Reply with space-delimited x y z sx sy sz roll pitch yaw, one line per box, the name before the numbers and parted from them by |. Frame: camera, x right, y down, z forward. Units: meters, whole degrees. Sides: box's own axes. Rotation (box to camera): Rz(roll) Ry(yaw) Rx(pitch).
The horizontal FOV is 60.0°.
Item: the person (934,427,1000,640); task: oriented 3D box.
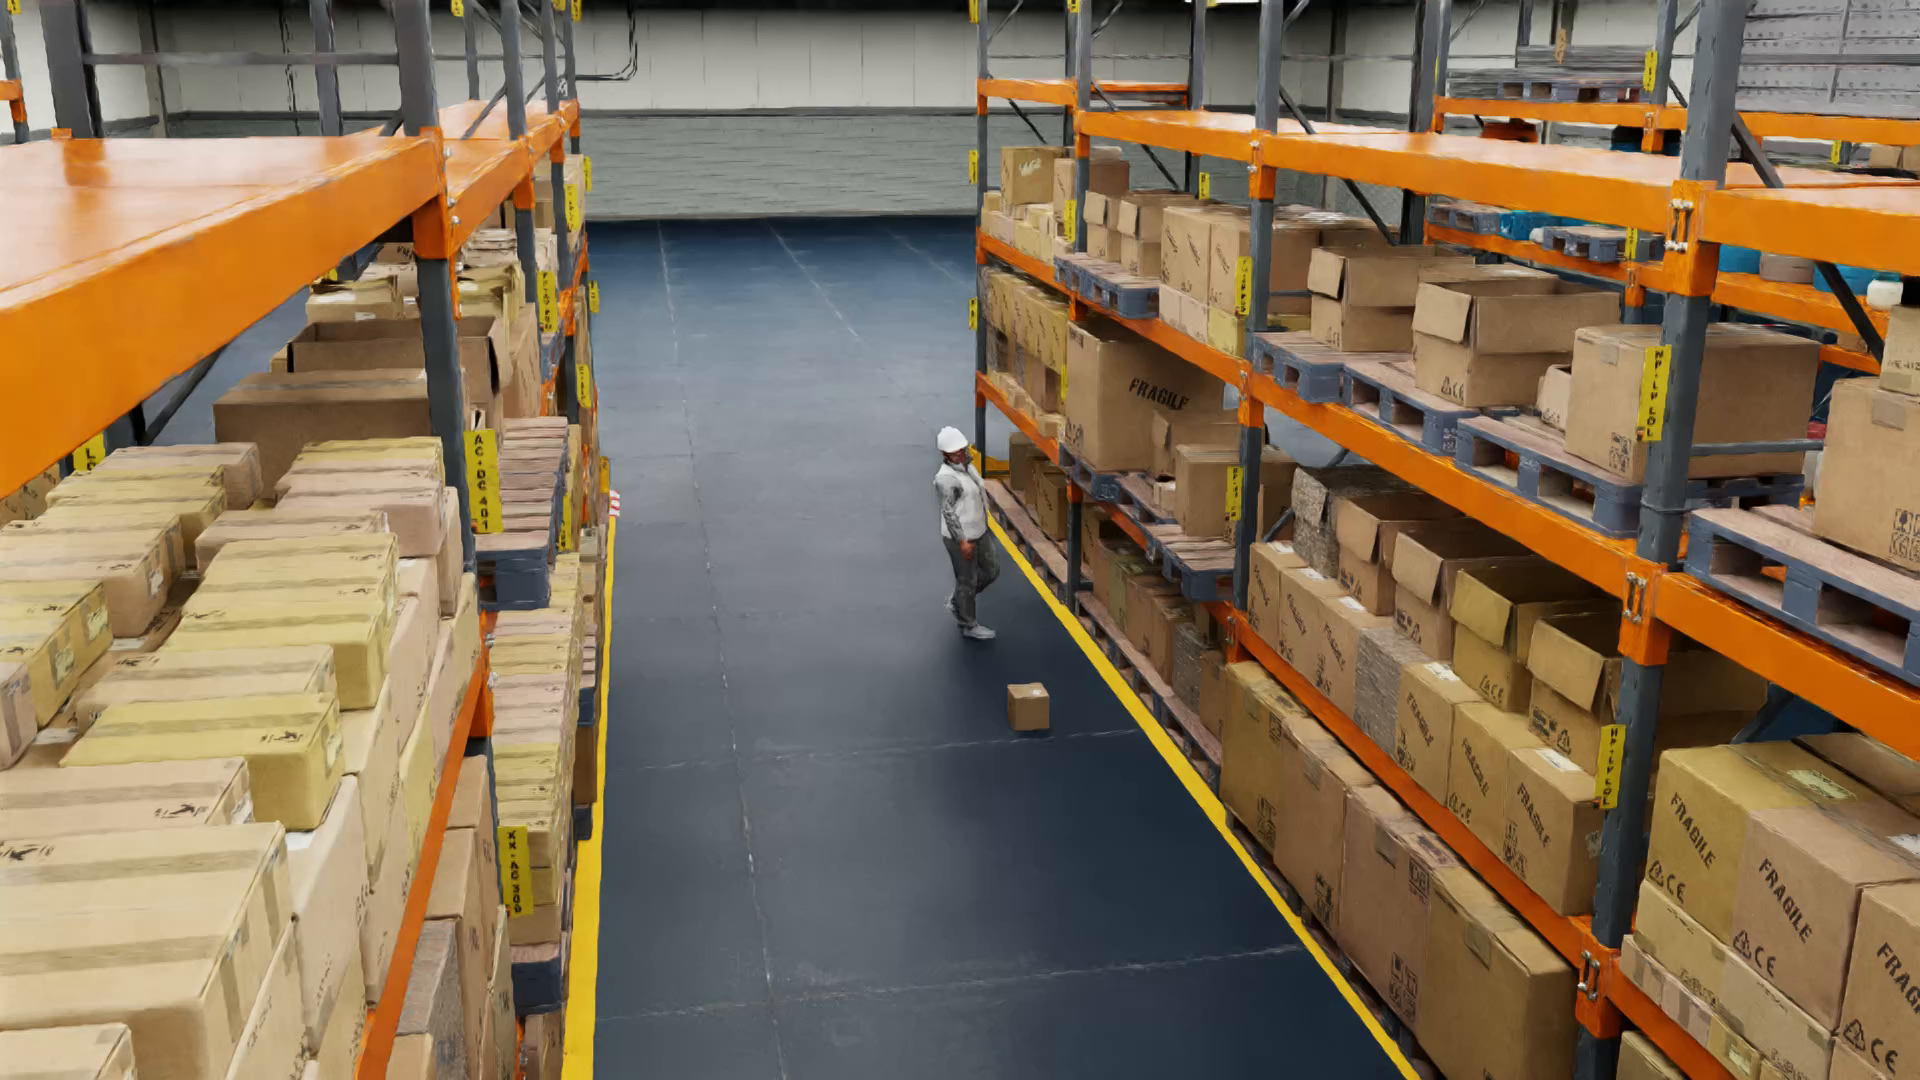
person | 0.054 -0.055 13.195 0.454 1.759 0.622 6 17 19
